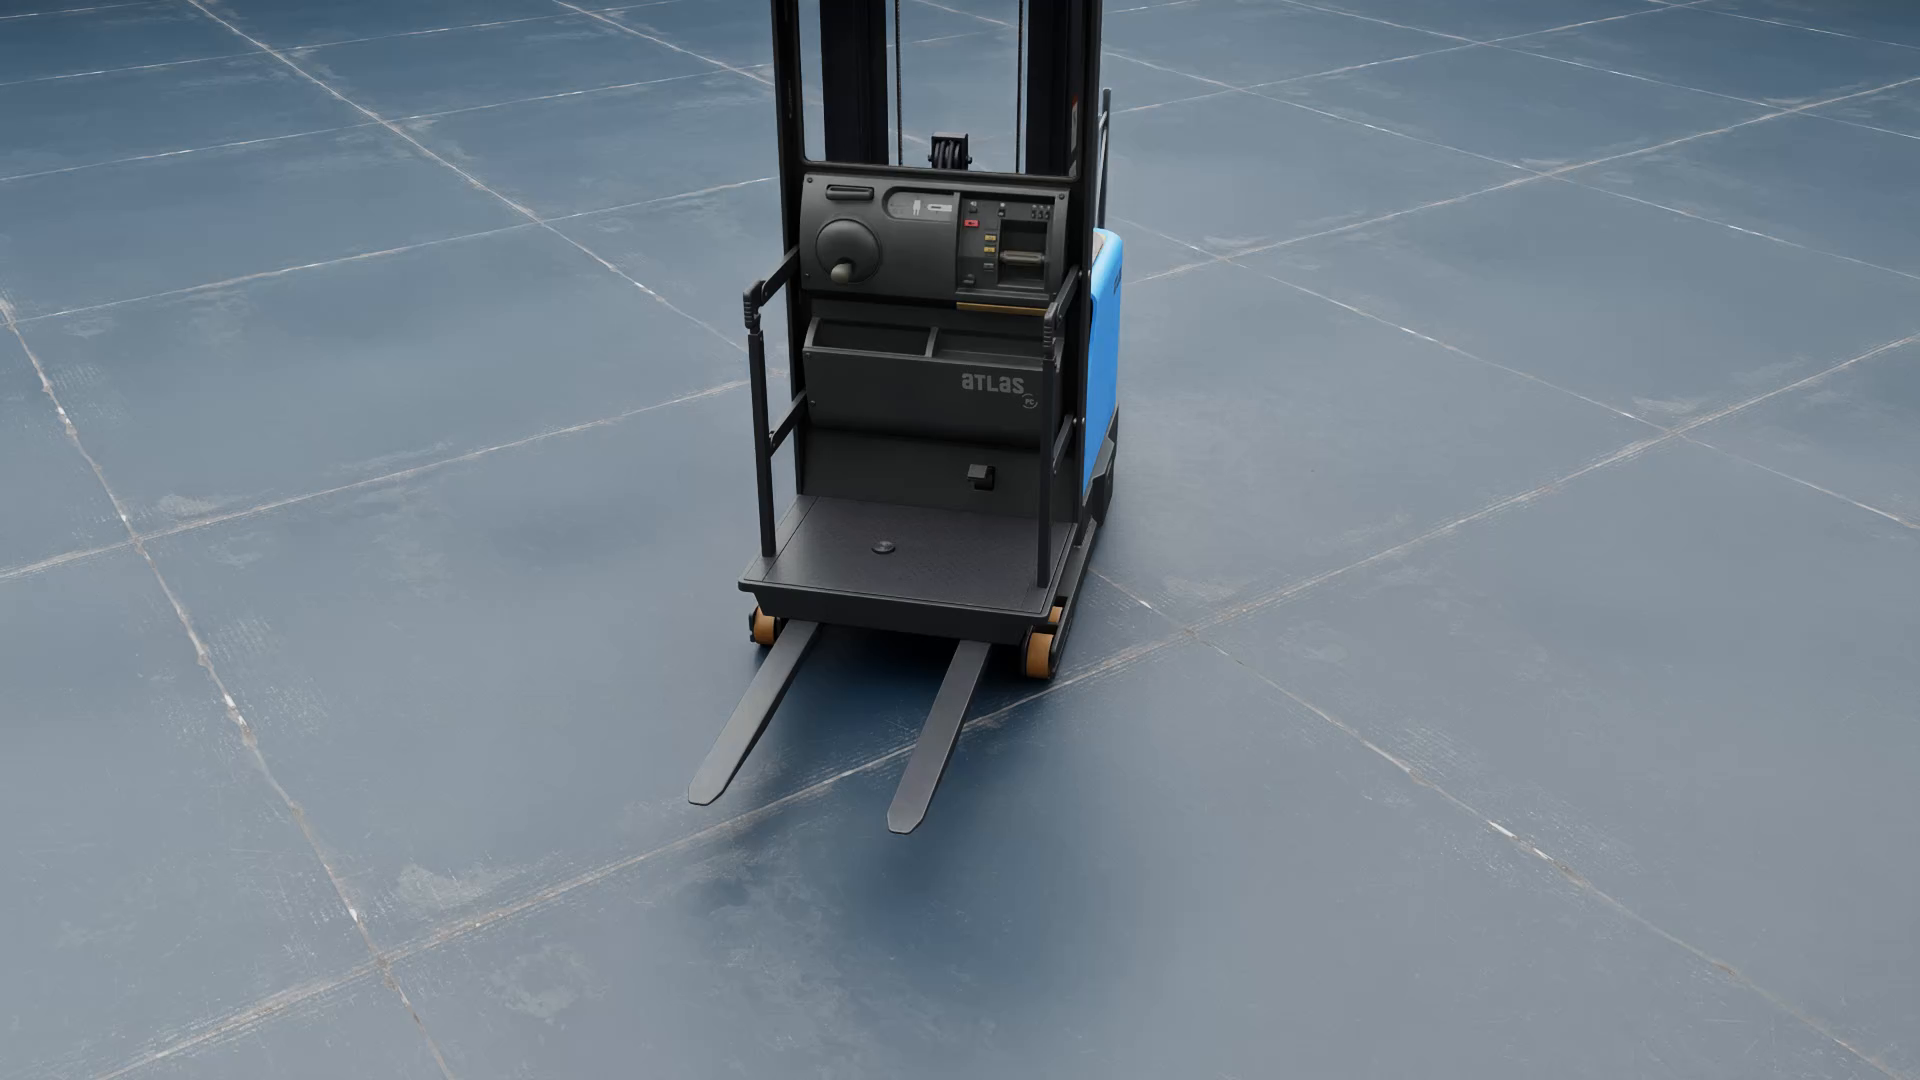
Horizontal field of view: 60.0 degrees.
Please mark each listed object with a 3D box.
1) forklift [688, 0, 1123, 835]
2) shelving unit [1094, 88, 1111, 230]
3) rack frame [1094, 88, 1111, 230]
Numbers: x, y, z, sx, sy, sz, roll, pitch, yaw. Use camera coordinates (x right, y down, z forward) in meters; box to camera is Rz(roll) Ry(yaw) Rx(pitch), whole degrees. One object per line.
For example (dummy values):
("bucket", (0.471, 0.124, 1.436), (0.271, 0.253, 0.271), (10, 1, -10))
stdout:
("forklift", (-0.139, -0.994, 5.510), (1.130, 2.935, 3.031), (6, 29, 11))
("shelving unit", (0.095, -1.230, 7.439), (1.048, 1.500, 0.538), (5, 29, 9))
("rack frame", (0.595, -1.186, 7.359), (0.032, 1.500, 0.500), (5, 29, 9))
